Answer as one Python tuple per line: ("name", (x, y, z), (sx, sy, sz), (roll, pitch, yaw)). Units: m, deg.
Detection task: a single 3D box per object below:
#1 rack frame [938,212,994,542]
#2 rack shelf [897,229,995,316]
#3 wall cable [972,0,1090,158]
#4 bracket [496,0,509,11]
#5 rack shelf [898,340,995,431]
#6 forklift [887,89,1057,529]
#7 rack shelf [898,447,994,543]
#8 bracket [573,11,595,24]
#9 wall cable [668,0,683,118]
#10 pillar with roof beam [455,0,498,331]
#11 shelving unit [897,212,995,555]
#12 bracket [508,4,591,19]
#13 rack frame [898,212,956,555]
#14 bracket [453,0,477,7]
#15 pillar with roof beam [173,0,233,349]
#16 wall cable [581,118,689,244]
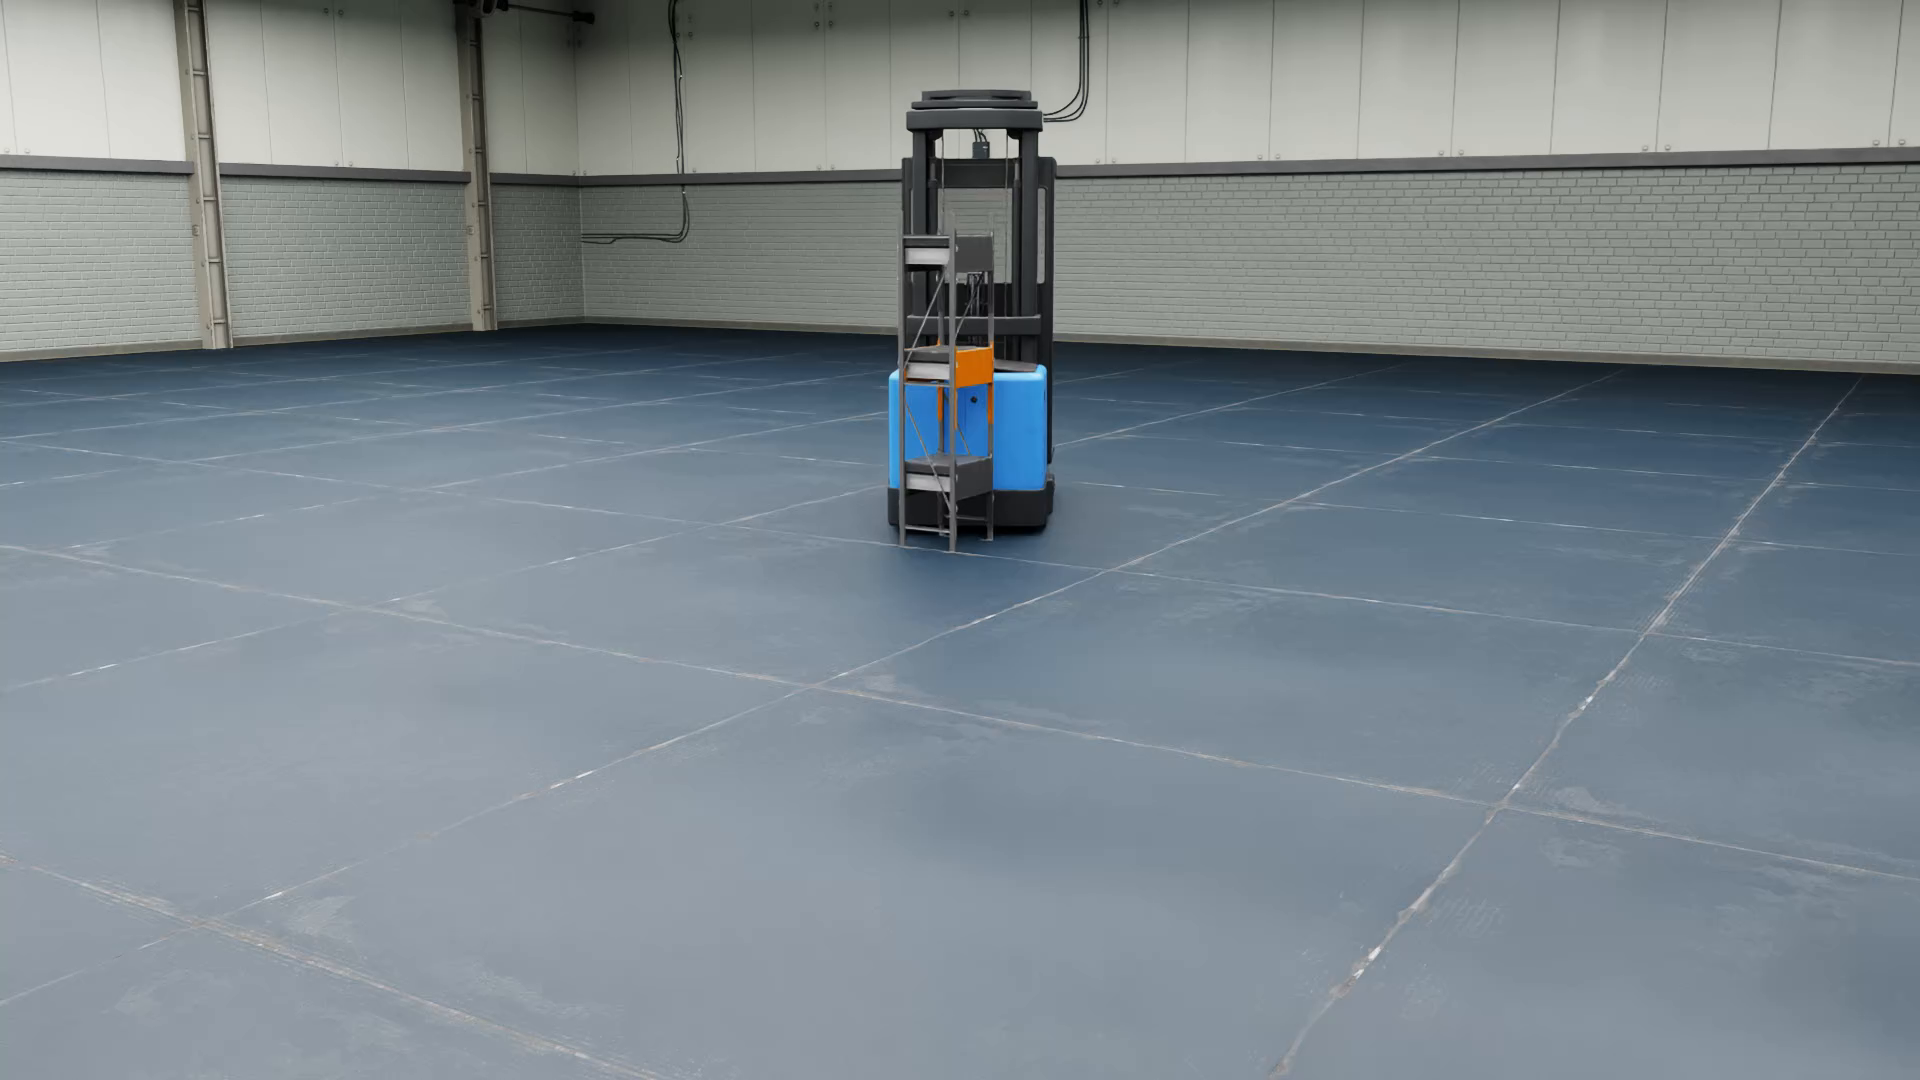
("rack frame", (0.037, -1.036, 10.696), (0.400, 2.100, 0.015), (6, 12, 29))
("rack shelf", (-0.084, -1.672, 10.361), (0.431, 0.518, 0.480), (6, 12, 29))
("wall cable", (1.228, -9.737, 29.184), (2.305, 6.003, 0.169), (6, 12, 31))
("bracket", (-9.018, -10.439, 32.391), (0.235, 0.232, 0.430), (6, 12, 31))
("rack shelf", (-0.084, -0.983, 10.490), (0.431, 0.518, 0.480), (6, 12, 29))
("forklift", (0.148, -1.743, 12.212), (1.130, 2.935, 3.031), (1, 11, 4))
("rack shelf", (-0.084, -0.295, 10.619), (0.431, 0.518, 0.480), (6, 12, 29))
("bracket", (-7.788, -10.811, 34.382), (0.235, 0.232, 0.430), (6, 12, 31))
("wall cable", (-4.565, -9.673, 32.795), (3.097, 2.526, 0.112), (6, 12, 31))
("pillar with roof beam", (-5.858, -8.227, 30.358), (9.100, 9.000, 0.548), (6, 12, 31))
("shelving unit", (-0.084, -0.997, 10.487), (0.431, 2.100, 0.503), (6, 12, 29))
("bracket", (-8.095, -10.719, 33.886), (0.076, 0.066, 3.189), (6, 12, 31))
("rack frame", (-0.205, -0.958, 10.279), (0.400, 2.100, 0.015), (6, 12, 29))
("bracket", (-9.449, -10.308, 31.694), (0.235, 0.232, 0.430), (6, 12, 31))
("pillar with roof beam", (-8.973, -7.283, 25.317), (9.100, 9.000, 0.400), (6, 12, 31))
("wall cable", (-6.878, -7.449, 34.640), (3.097, 2.526, 0.112), (6, 12, 31))
